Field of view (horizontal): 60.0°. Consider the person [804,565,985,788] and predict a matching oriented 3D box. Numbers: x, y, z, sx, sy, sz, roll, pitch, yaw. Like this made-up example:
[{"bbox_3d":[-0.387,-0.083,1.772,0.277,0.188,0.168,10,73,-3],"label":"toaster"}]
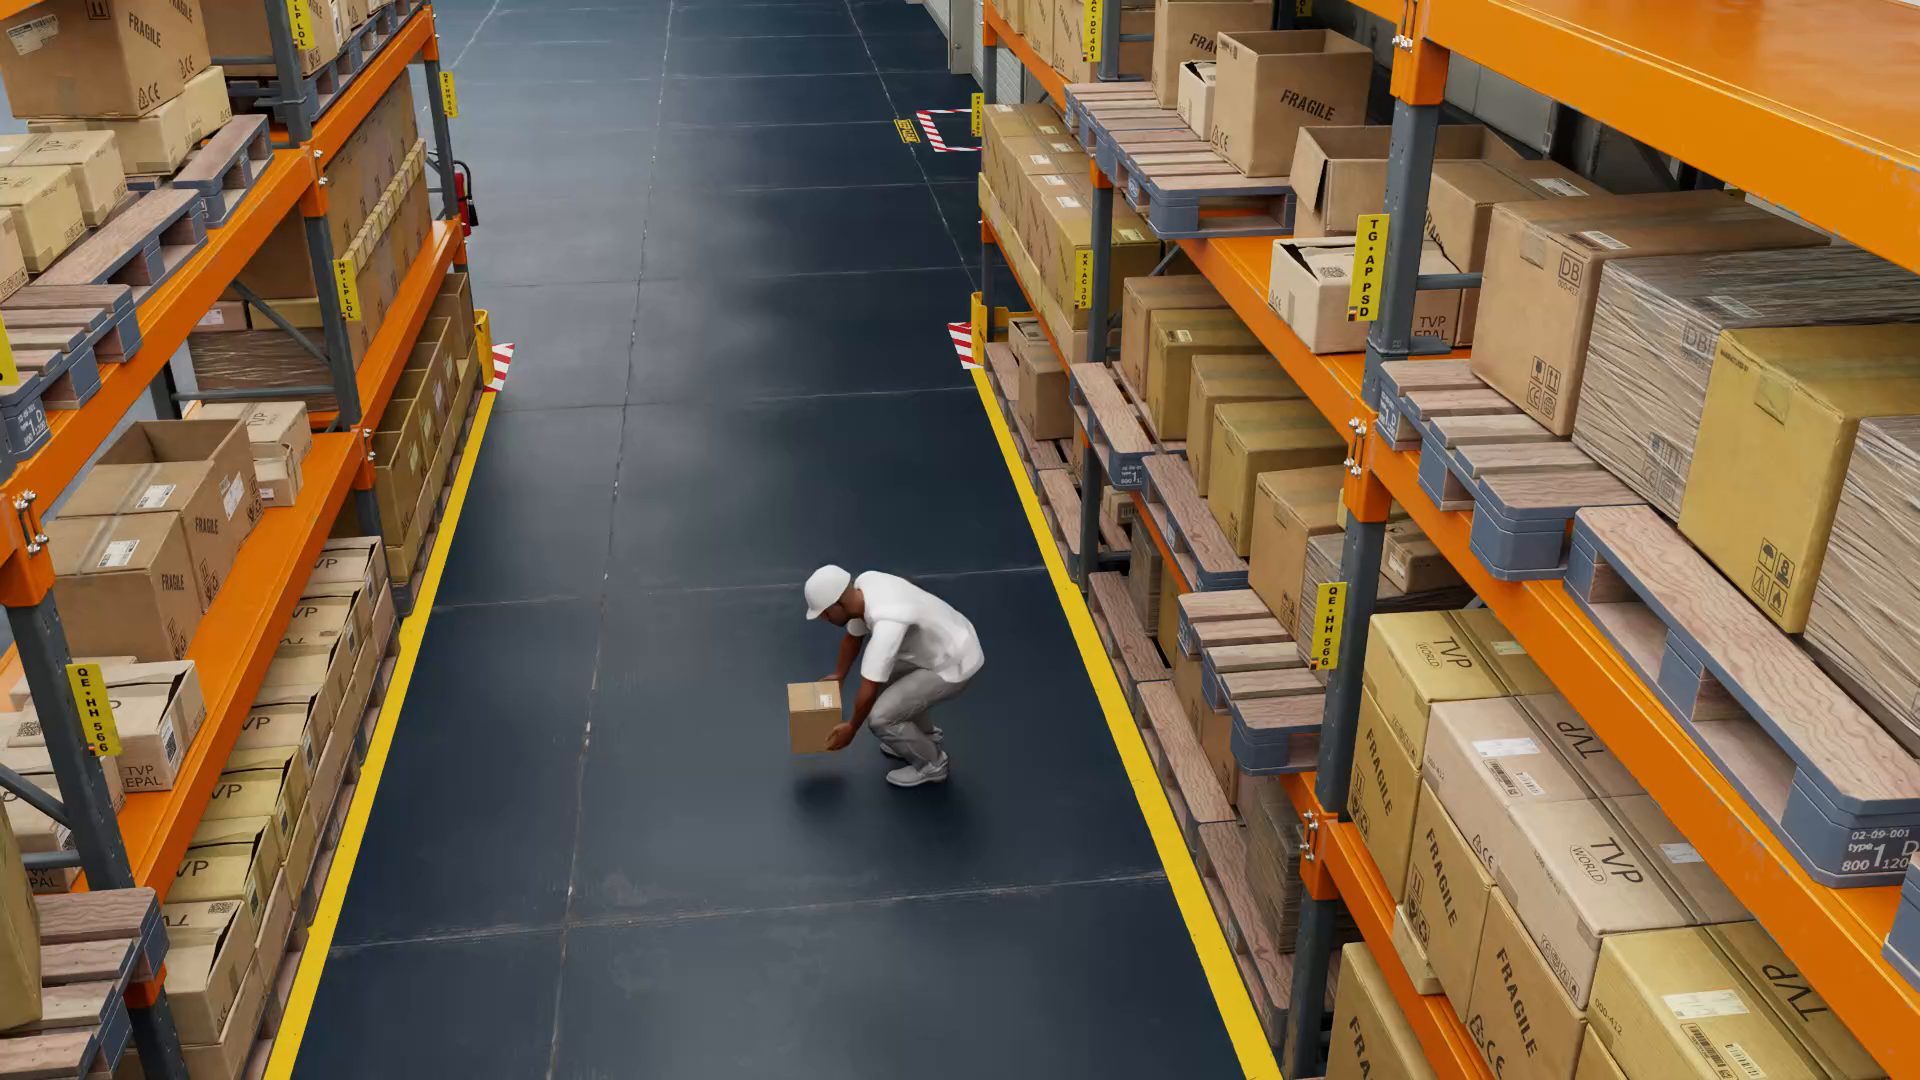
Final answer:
[{"bbox_3d":[-0.314,0.628,8.006,0.831,1.181,0.616,-4,27,-7],"label":"person"}]
